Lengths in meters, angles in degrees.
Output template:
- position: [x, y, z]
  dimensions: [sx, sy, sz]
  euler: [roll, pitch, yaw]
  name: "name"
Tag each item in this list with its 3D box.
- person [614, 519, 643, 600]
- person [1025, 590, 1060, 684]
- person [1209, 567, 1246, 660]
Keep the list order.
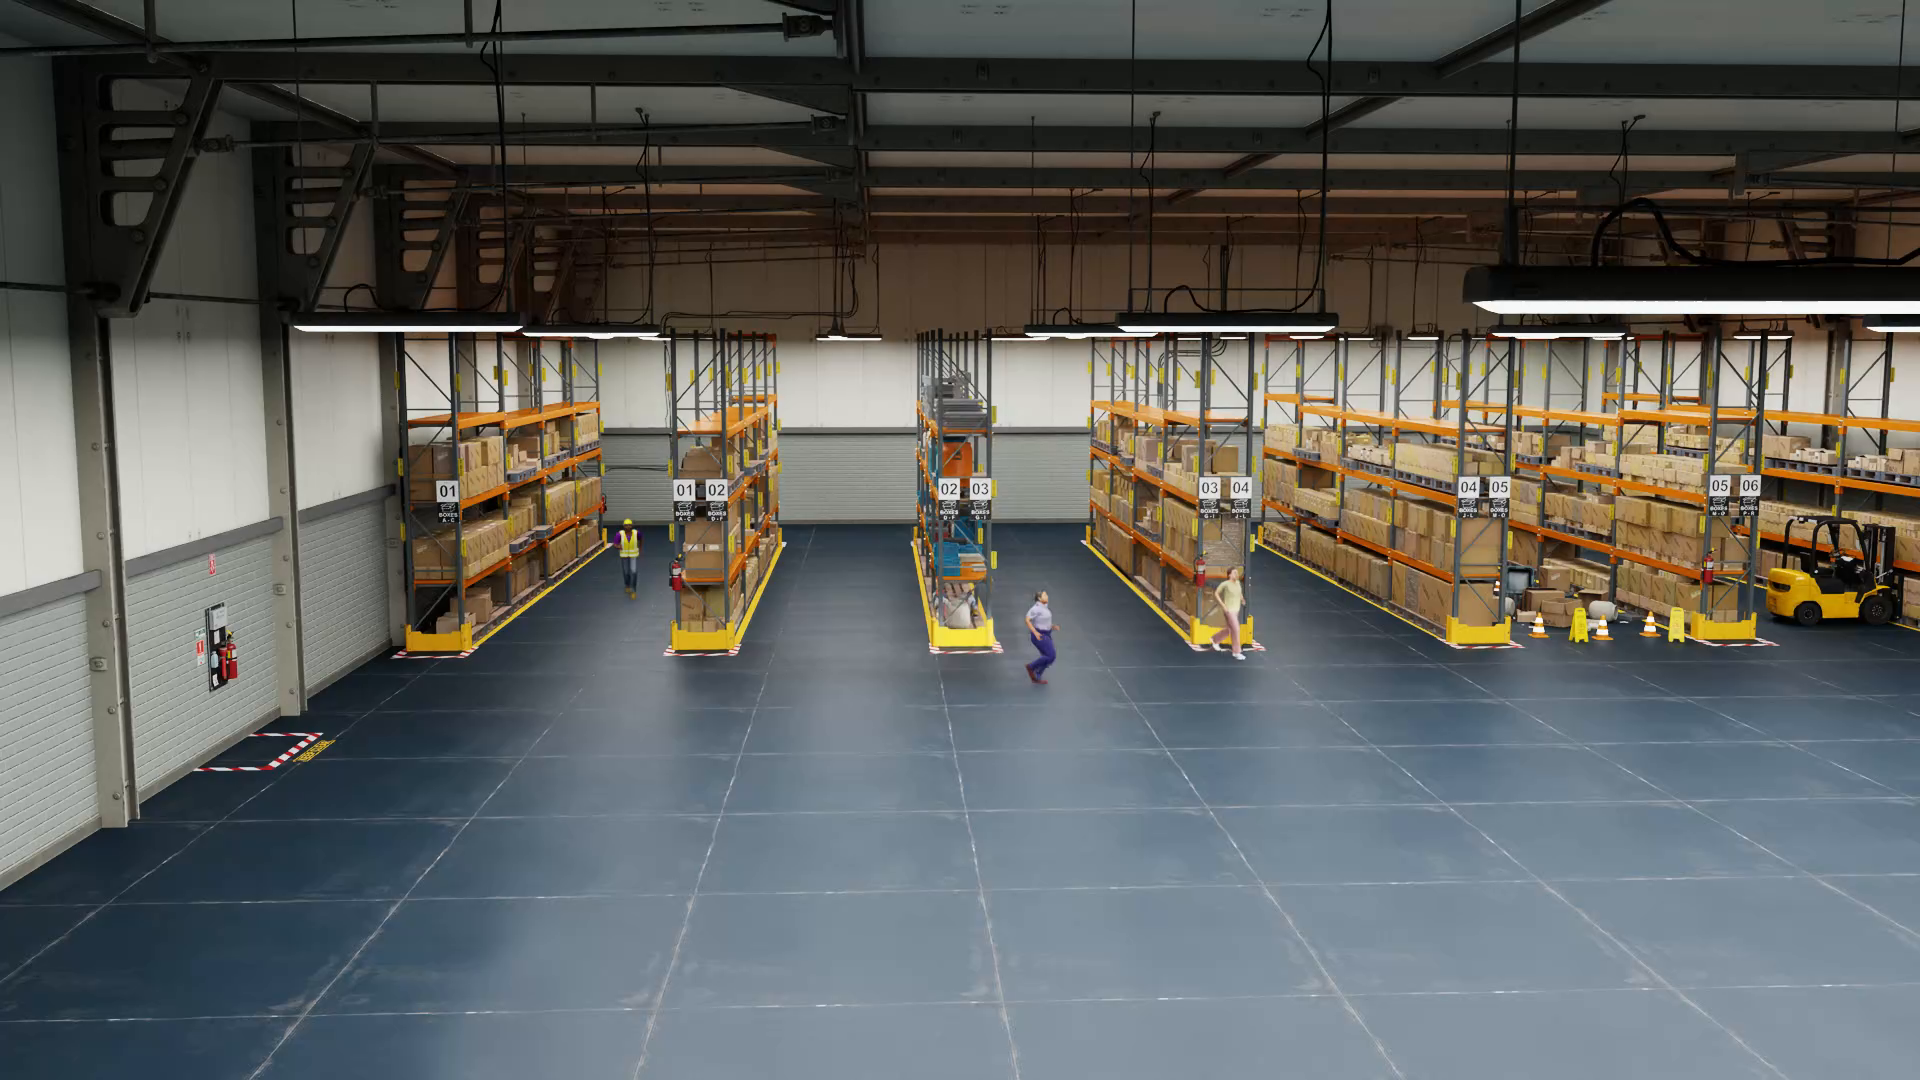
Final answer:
- position: [-7.516, 0.399, 37.689]
  dimensions: [0.640, 1.796, 0.890]
  euler: [-1, 7, -7]
  name: "person"
- position: [1.411, 1.617, 28.009]
  dimensions: [0.541, 1.566, 0.585]
  euler: [2, 7, 18]
  name: "person"
- position: [4.924, 1.303, 30.422]
  dimensions: [0.576, 1.673, 0.882]
  euler: [-6, 9, -42]
  name: "person"
